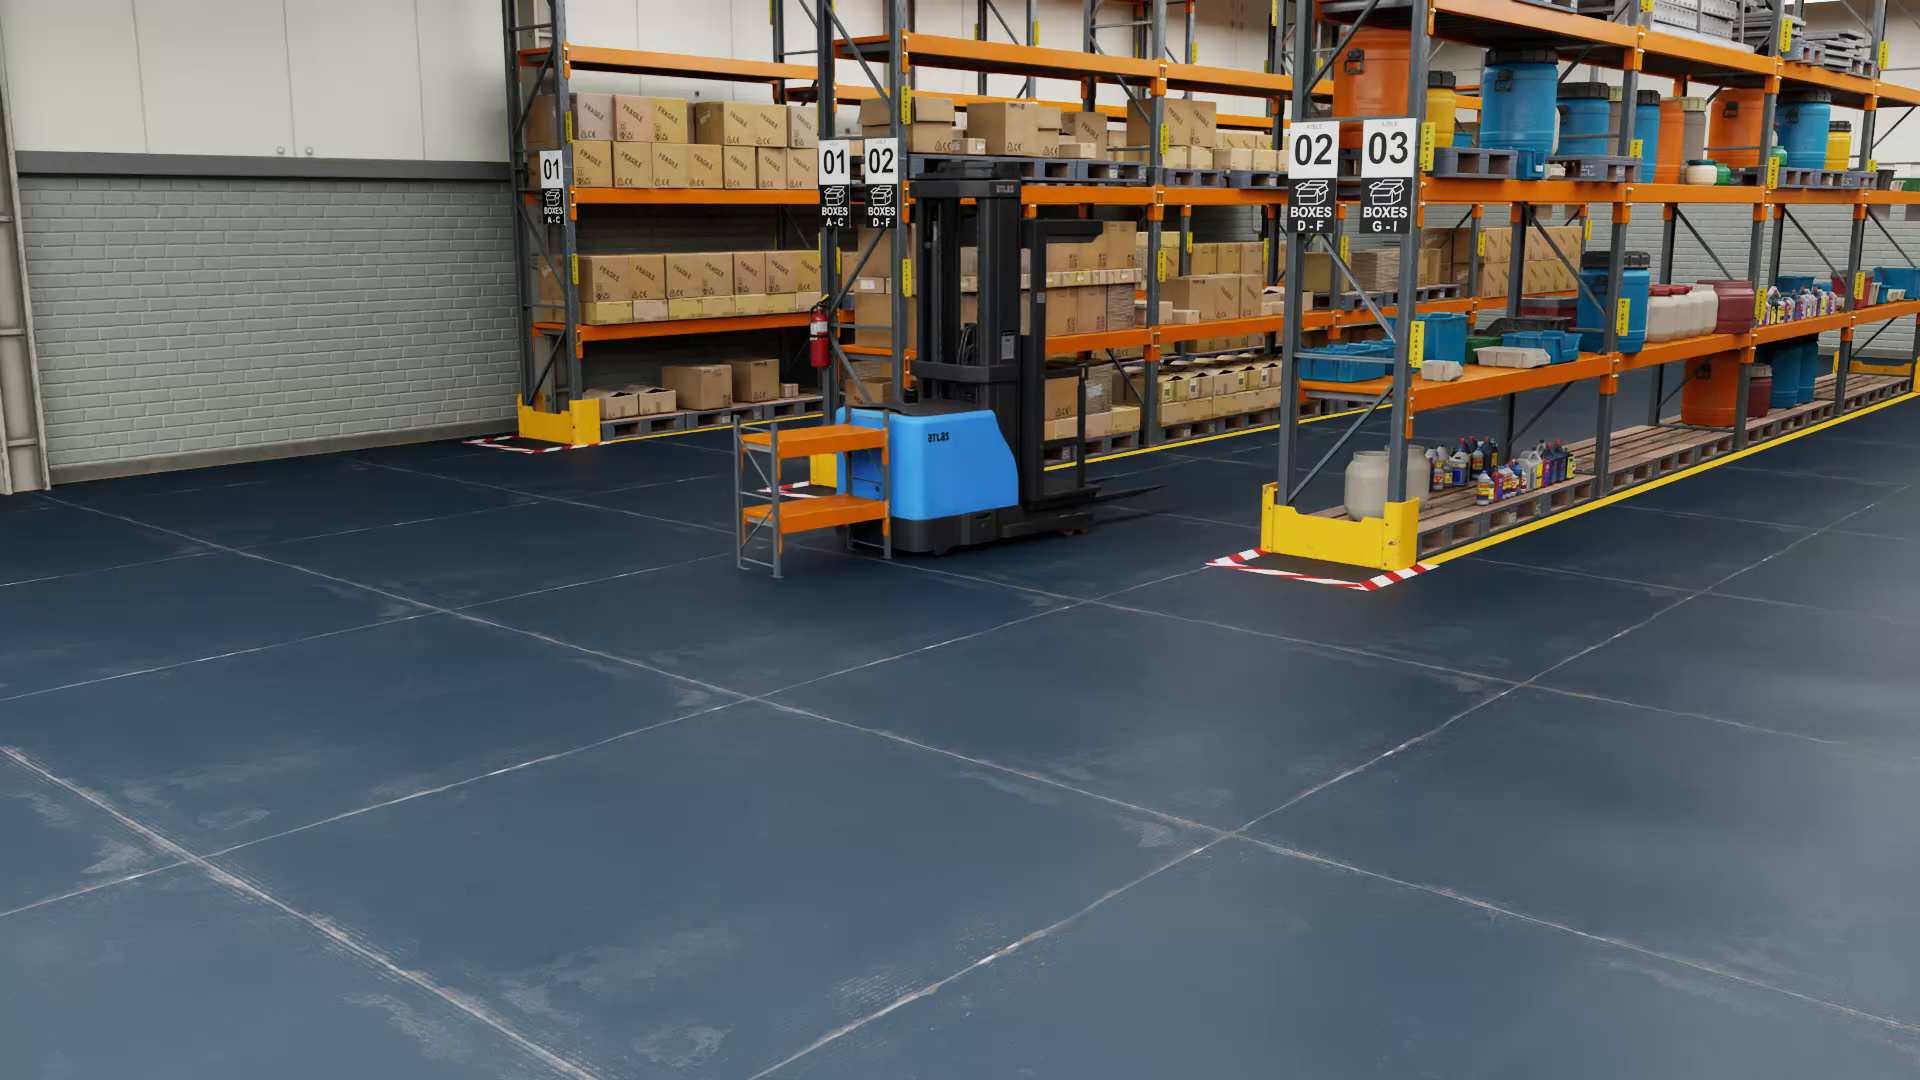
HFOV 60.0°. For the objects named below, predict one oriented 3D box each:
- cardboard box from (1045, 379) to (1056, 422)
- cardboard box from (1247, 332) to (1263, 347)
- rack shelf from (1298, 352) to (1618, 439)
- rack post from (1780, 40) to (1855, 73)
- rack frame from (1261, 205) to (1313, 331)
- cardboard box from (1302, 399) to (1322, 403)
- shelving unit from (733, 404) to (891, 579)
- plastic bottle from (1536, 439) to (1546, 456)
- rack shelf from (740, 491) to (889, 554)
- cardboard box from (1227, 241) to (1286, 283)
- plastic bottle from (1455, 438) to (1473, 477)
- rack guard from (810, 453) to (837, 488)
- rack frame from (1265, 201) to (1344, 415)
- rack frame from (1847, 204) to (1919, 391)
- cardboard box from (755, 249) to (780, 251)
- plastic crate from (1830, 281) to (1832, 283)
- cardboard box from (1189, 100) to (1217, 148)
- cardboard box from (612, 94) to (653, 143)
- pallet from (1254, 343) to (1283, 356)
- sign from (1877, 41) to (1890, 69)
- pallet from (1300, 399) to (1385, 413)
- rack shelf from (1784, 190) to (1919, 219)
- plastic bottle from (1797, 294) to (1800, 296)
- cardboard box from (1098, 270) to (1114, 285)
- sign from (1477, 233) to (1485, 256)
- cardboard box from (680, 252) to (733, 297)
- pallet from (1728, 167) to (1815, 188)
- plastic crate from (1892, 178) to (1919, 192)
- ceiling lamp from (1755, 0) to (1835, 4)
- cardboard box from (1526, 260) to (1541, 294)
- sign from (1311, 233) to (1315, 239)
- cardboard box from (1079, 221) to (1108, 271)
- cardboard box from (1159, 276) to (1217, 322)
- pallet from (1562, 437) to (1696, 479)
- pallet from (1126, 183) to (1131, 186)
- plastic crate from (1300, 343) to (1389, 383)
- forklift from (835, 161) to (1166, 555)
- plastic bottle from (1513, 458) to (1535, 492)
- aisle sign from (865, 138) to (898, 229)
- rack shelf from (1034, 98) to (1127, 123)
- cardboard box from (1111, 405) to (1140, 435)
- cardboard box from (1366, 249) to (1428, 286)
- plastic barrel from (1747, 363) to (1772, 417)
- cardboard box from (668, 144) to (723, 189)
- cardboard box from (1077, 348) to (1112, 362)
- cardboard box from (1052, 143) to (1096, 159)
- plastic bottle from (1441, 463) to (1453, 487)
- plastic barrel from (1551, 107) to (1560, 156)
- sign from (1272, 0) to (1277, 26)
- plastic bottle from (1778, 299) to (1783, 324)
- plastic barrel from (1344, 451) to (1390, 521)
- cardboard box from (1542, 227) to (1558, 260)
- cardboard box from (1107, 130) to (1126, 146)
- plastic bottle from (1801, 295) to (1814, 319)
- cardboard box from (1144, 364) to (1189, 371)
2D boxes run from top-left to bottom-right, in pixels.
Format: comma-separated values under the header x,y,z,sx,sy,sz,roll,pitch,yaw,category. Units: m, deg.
x,y,z,sx,sy,sz,roll,pitch,yaw,category
0.623,-1.461,16.901,0.500,0.500,0.500,10,15,40,cardboard box
4.900,-3.676,29.265,0.700,0.500,0.500,9,14,39,cardboard box
4.149,-1.266,13.726,1.077,0.370,4.000,10,15,40,rack shelf
9.509,-5.472,18.910,0.954,0.300,0.937,-10,15,-41,rack post
5.948,-4.959,30.382,1.000,3.000,0.127,10,15,40,rack frame
4.227,-1.891,20.968,0.500,0.250,0.500,10,15,42,cardboard box
-1.076,-0.380,12.240,1.048,1.125,0.538,-10,15,-41,shelving unit
5.152,-0.716,14.778,0.144,0.351,0.185,10,15,40,plastic bottle
-1.076,-0.140,12.287,1.000,0.278,0.538,-10,15,-41,rack shelf
5.147,-4.921,29.427,0.980,0.700,0.700,10,15,40,cardboard box
4.500,-0.737,14.880,0.144,0.351,0.185,9,14,38,plastic bottle
-0.906,-0.736,15.619,1.175,0.500,0.348,10,15,40,rack guard
4.391,-3.142,21.285,1.000,3.000,0.127,10,15,40,rack frame
13.390,-3.678,23.969,1.000,3.000,0.127,10,15,40,rack frame
-2.440,-3.455,21.270,0.500,0.500,0.500,9,15,39,cardboard box
12.545,-3.535,23.525,0.416,0.233,0.300,10,15,40,plastic crate
2.546,-4.697,18.808,0.500,0.500,0.500,-10,15,-42,cardboard box
-3.808,-4.718,18.656,0.500,0.500,0.500,10,15,40,cardboard box
5.479,-3.464,30.015,1.003,0.211,1.213,10,15,40,pallet
11.162,-5.858,20.097,0.100,0.325,0.005,10,15,40,sign
4.912,-1.880,22.083,1.003,0.211,1.213,10,15,40,pallet
12.070,-4.502,22.272,1.077,0.370,4.000,10,15,40,rack shelf
10.052,-2.812,19.962,0.097,0.271,0.097,0,11,0,plastic bottle
1.396,-2.778,17.551,0.380,0.149,0.250,9,15,39,cardboard box
7.451,-4.227,23.761,0.100,0.325,0.005,10,15,40,sign
-3.061,-3.165,19.814,0.500,0.500,0.500,10,15,42,cardboard box
8.688,-3.979,18.300,1.003,0.211,1.213,10,15,40,pallet
12.954,-4.863,22.784,0.450,0.188,0.336,10,15,40,plastic crate
13.321,-10.194,26.373,2.000,3.185,0.800,10,15,40,ceiling lamp
8.575,-4.044,25.542,0.500,0.500,0.500,9,15,40,cardboard box
6.347,-5.571,29.884,0.100,0.325,0.005,10,15,40,sign
1.130,-3.098,17.497,0.700,0.500,0.500,10,15,40,cardboard box
2.618,-2.791,19.272,0.500,0.500,0.500,-11,16,-43,cardboard box
6.763,-0.846,16.909,1.003,0.211,1.213,10,15,40,pallet
2.740,-5.606,26.453,0.805,0.209,1.217,9,14,38,pallet
2.934,-1.364,12.760,0.499,0.251,0.616,10,15,40,plastic crate
0.448,-1.542,13.451,3.031,2.935,1.130,-10,15,-41,forklift
4.810,-0.562,14.195,0.152,0.276,0.135,10,15,41,plastic bottle
-0.703,-3.191,14.891,0.394,0.787,0.004,10,15,40,aisle sign
1.988,-6.469,25.484,1.077,0.370,4.000,10,15,40,rack shelf
1.609,-1.315,18.083,0.500,0.250,0.500,10,15,40,cardboard box
6.144,-3.835,23.429,0.500,0.500,0.700,-9,15,-39,cardboard box
9.165,-1.765,19.474,0.600,0.588,0.708,10,15,40,plastic barrel
-3.146,-4.385,19.541,0.500,0.500,0.500,11,16,44,cardboard box
1.835,-3.153,25.756,0.750,0.750,0.750,10,15,40,cardboard box
1.160,-3.963,16.949,0.380,0.149,0.250,10,15,40,cardboard box
4.216,-0.564,14.399,0.097,0.201,0.097,0,11,0,plastic bottle
5.037,-3.606,14.593,0.421,0.512,0.421,0,11,0,plastic barrel
3.977,-6.650,20.942,0.100,0.325,0.005,10,15,40,sign
9.281,-2.595,18.874,0.097,0.271,0.097,0,11,0,plastic bottle
3.206,-0.417,12.919,0.421,0.512,0.421,0,11,0,plastic barrel
8.913,-4.606,25.807,0.500,0.500,0.500,10,15,42,cardboard box
2.275,-6.278,26.035,0.500,0.250,0.500,9,15,39,cardboard box
10.070,-2.781,19.795,0.152,0.276,0.135,10,15,40,plastic bottle
2.472,-1.933,19.749,0.500,0.311,0.500,10,15,40,cardboard box
